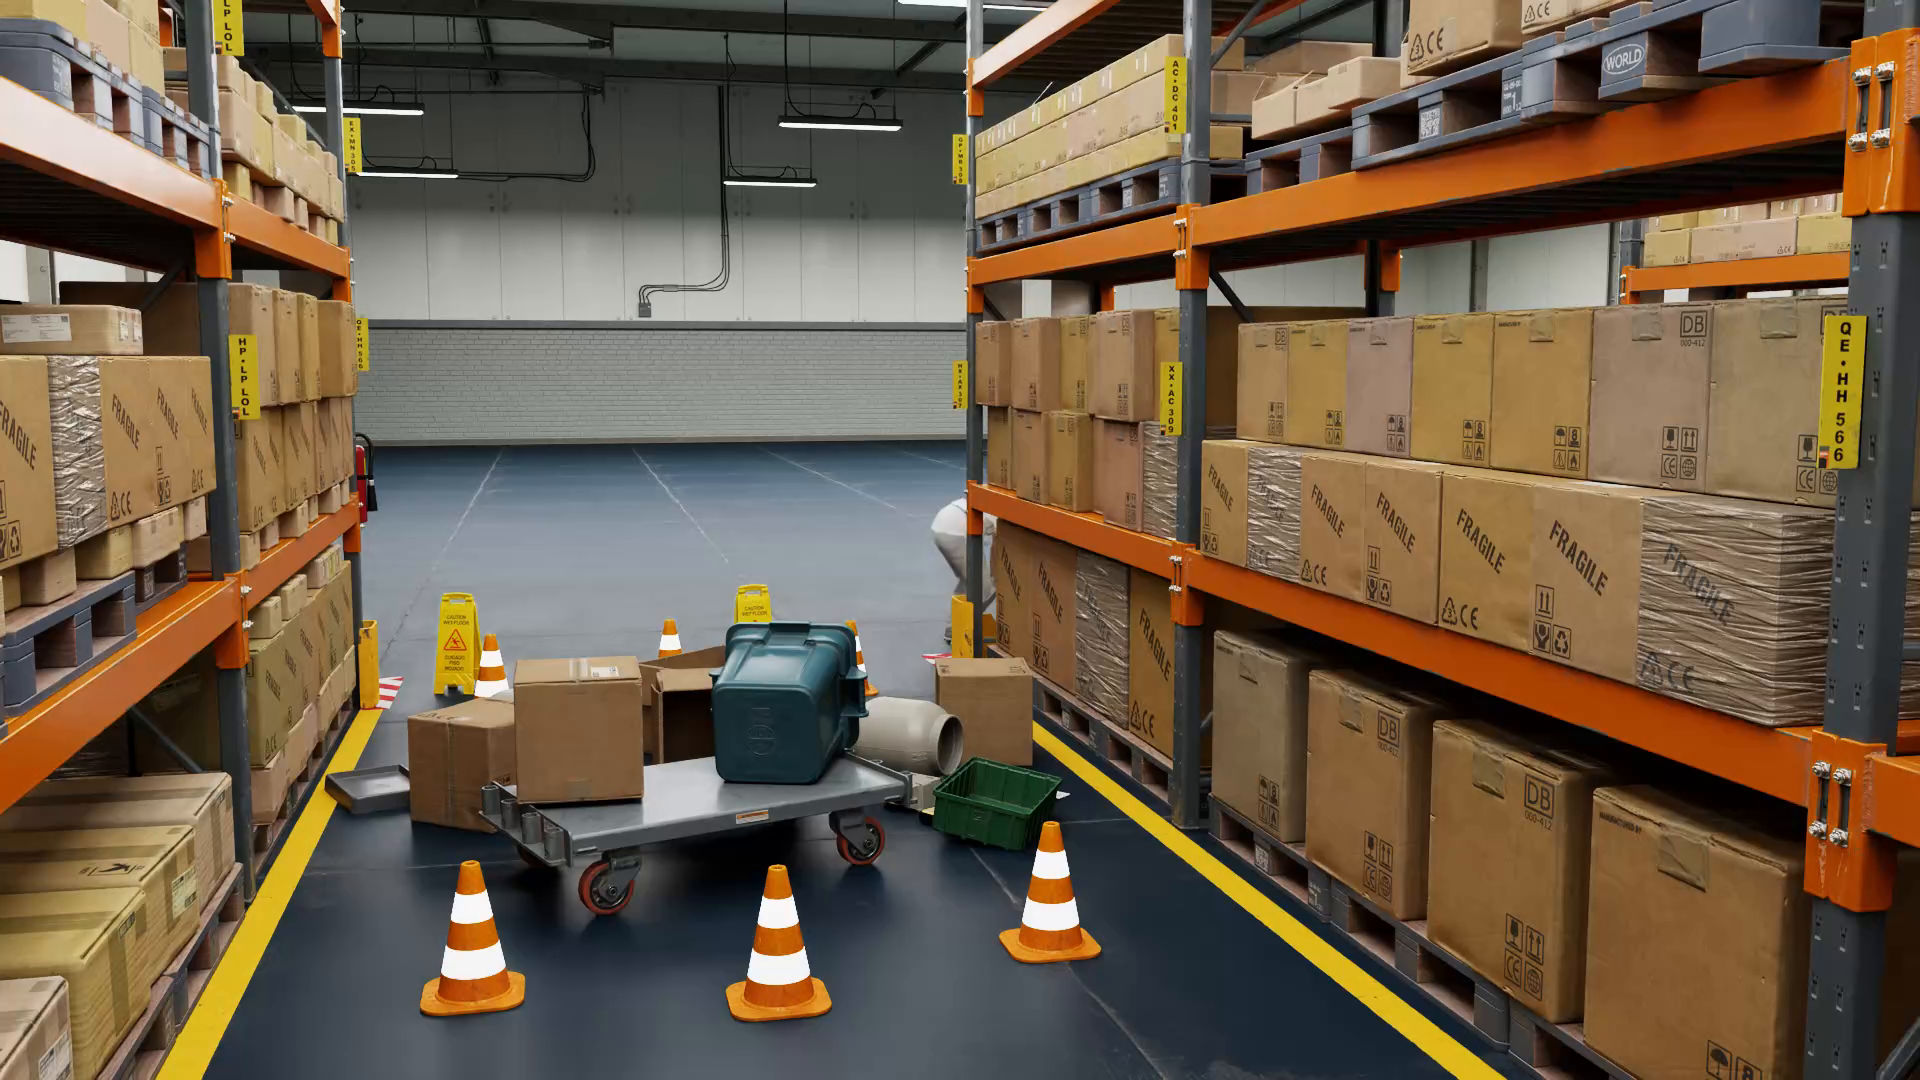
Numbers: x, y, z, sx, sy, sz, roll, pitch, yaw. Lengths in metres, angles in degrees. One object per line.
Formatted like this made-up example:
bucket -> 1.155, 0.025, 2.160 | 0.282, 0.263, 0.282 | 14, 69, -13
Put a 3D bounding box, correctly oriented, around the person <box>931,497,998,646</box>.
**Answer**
person -> 0.228, 0.133, 12.572 | 0.875, 1.323, 0.459 | -2, 6, -14
